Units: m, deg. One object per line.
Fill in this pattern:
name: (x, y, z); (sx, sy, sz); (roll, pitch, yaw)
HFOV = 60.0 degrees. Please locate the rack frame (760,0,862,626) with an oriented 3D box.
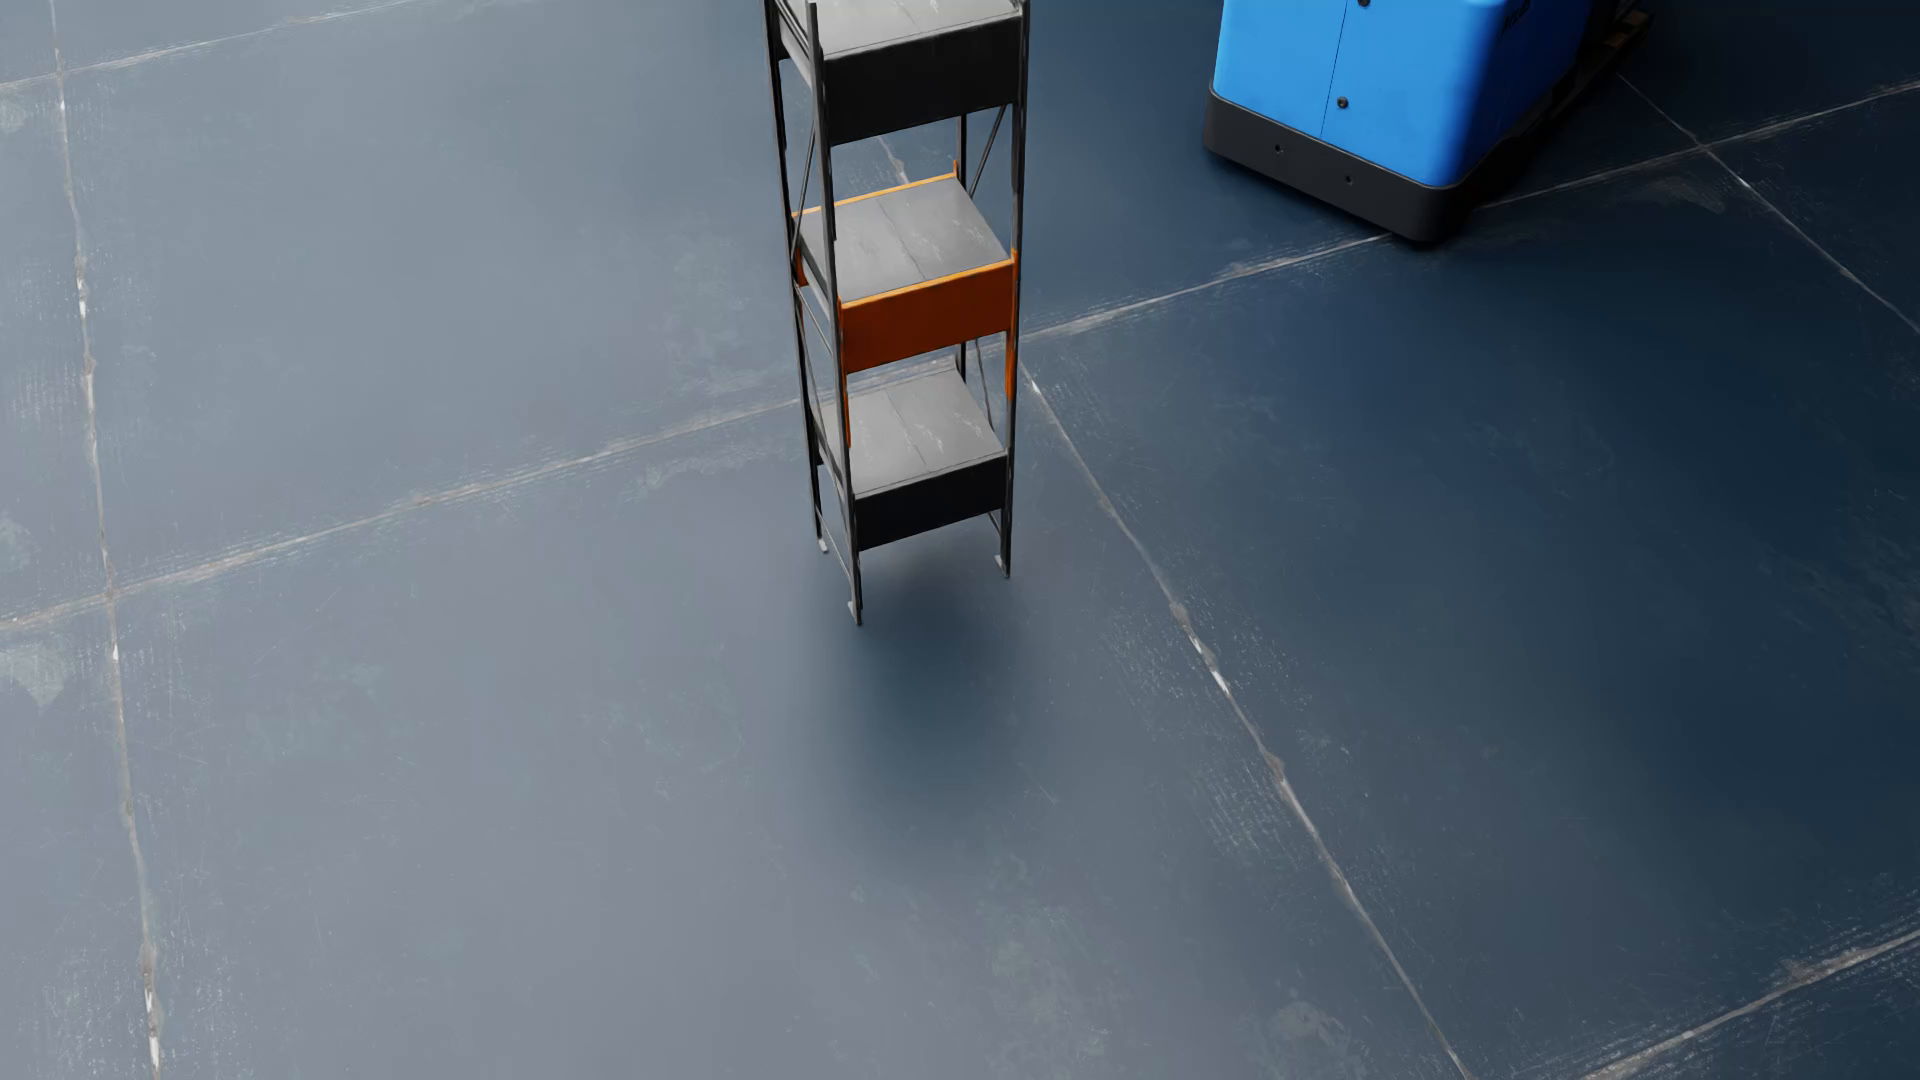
rack frame: (-0.379, -0.567, 4.353); (0.015, 2.100, 0.400); (-17, 52, -14)

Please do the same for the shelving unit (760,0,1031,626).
shelving unit: (-0.153, -0.637, 4.413); (0.503, 2.100, 0.431); (-17, 52, -14)

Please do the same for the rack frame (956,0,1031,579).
rack frame: (0.073, -0.707, 4.473); (0.015, 2.100, 0.400); (-17, 52, -14)

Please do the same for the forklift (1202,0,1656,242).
forklift: (2.255, -3.113, 5.992); (1.130, 2.935, 3.031); (31, 56, 24)

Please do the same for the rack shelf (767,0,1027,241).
rack shelf: (-0.153, -1.084, 3.892); (0.480, 0.518, 0.431); (-17, 52, -14)

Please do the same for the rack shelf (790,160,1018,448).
rack shelf: (-0.153, -0.628, 4.423); (0.480, 0.518, 0.431); (-17, 52, -14)

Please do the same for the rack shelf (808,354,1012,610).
rack shelf: (-0.153, -0.172, 4.954); (0.480, 0.518, 0.431); (-17, 52, -14)
